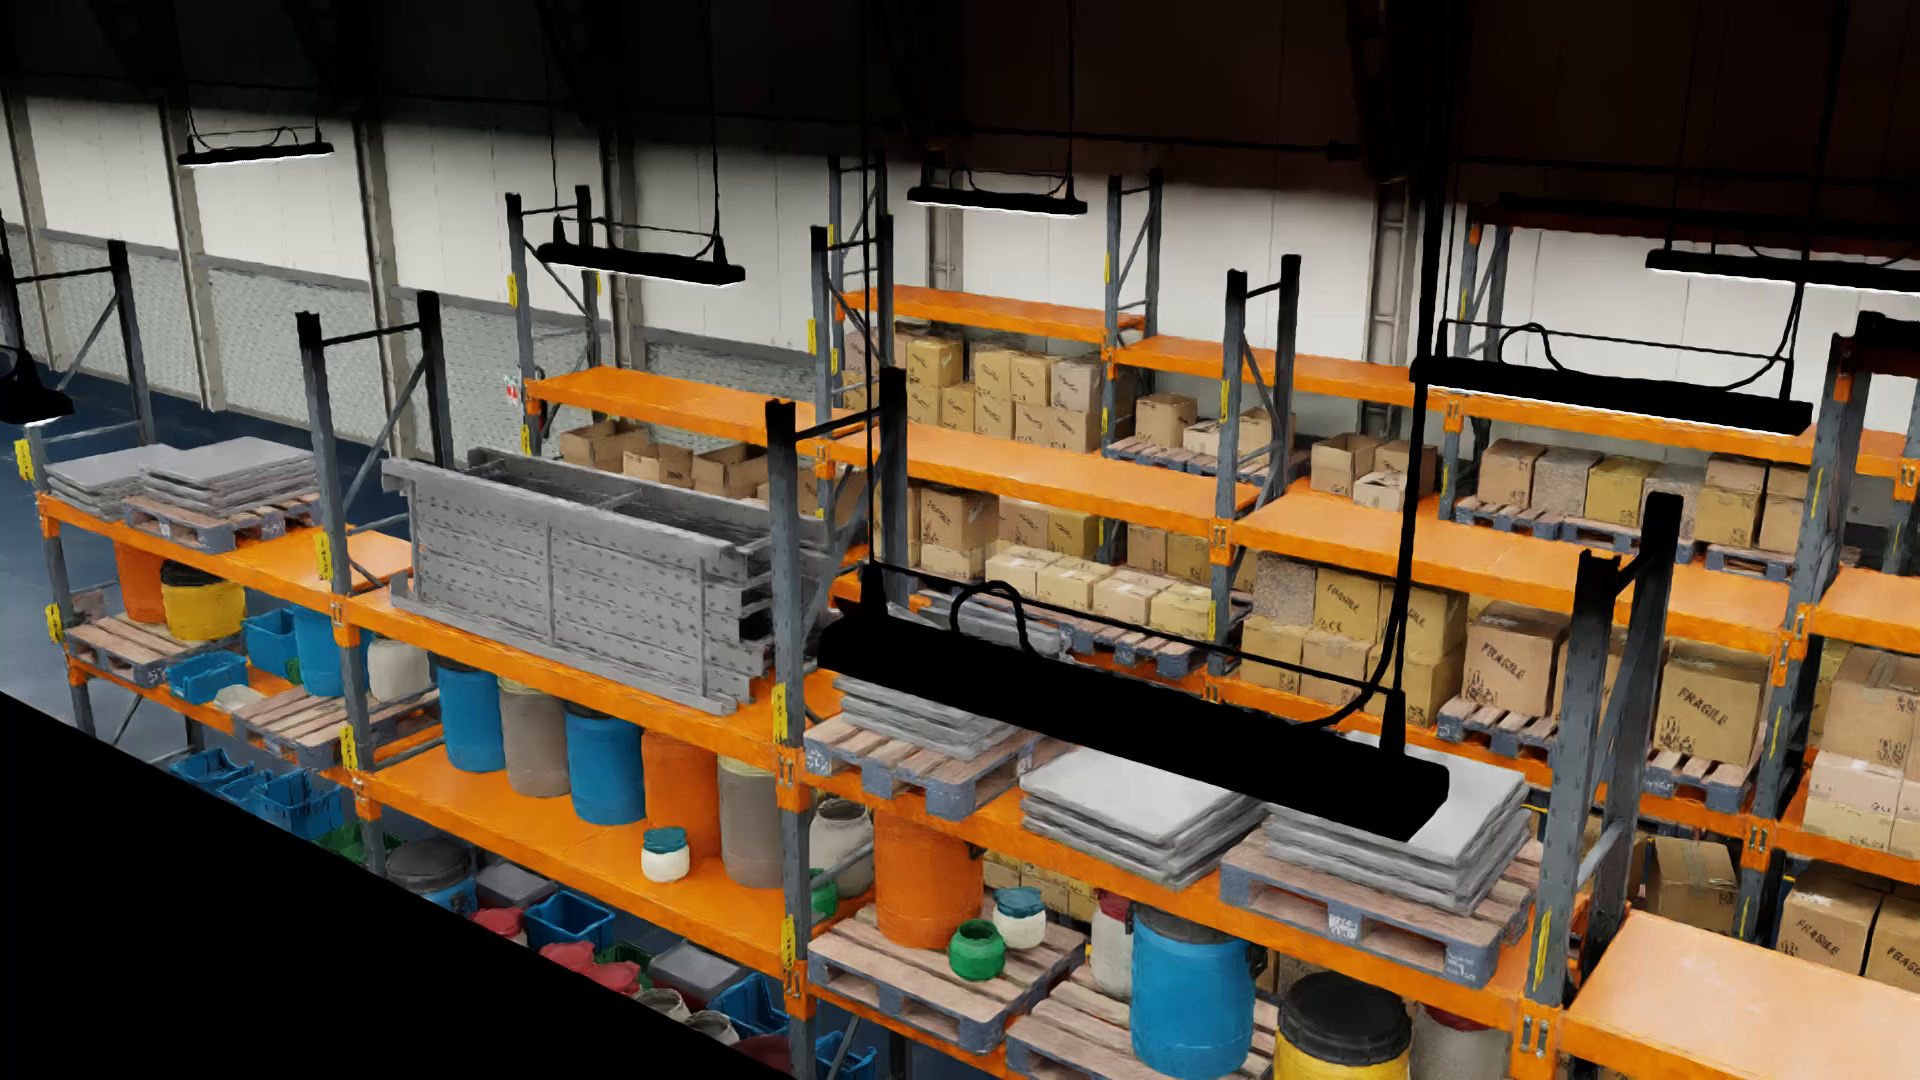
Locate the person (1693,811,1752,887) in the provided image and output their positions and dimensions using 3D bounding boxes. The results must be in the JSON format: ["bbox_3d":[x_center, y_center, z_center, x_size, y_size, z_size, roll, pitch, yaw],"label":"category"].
[{"bbox_3d":[6.680,2.639,14.455,0.619,1.732,0.479,5,19,15],"label":"person"}]
